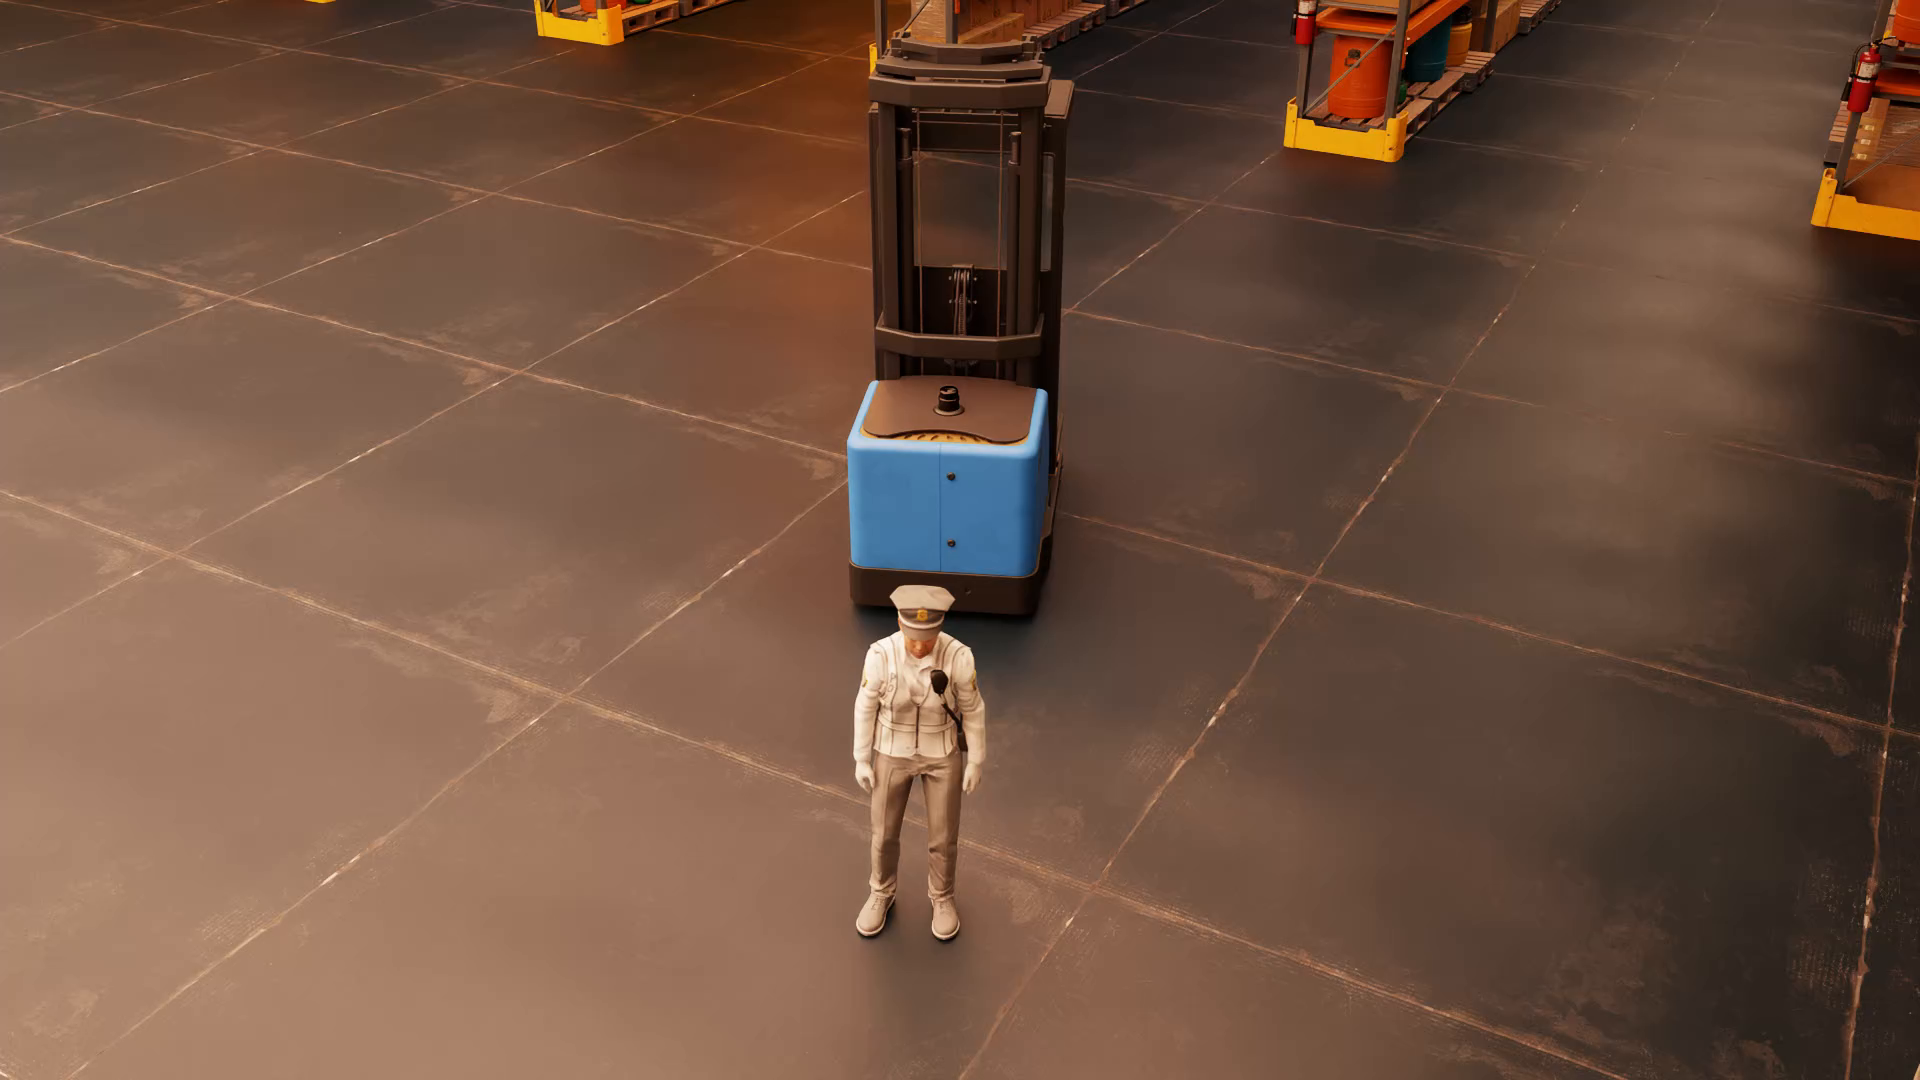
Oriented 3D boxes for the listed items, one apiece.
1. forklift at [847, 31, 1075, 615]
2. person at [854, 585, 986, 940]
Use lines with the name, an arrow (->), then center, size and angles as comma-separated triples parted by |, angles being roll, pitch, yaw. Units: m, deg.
forklift -> 0.072, -1.572, 9.794 | 1.130, 2.935, 3.031 | 3, 30, 6
person -> -0.167, 0.894, 6.788 | 0.547, 1.667, 0.369 | 1, 30, 2
